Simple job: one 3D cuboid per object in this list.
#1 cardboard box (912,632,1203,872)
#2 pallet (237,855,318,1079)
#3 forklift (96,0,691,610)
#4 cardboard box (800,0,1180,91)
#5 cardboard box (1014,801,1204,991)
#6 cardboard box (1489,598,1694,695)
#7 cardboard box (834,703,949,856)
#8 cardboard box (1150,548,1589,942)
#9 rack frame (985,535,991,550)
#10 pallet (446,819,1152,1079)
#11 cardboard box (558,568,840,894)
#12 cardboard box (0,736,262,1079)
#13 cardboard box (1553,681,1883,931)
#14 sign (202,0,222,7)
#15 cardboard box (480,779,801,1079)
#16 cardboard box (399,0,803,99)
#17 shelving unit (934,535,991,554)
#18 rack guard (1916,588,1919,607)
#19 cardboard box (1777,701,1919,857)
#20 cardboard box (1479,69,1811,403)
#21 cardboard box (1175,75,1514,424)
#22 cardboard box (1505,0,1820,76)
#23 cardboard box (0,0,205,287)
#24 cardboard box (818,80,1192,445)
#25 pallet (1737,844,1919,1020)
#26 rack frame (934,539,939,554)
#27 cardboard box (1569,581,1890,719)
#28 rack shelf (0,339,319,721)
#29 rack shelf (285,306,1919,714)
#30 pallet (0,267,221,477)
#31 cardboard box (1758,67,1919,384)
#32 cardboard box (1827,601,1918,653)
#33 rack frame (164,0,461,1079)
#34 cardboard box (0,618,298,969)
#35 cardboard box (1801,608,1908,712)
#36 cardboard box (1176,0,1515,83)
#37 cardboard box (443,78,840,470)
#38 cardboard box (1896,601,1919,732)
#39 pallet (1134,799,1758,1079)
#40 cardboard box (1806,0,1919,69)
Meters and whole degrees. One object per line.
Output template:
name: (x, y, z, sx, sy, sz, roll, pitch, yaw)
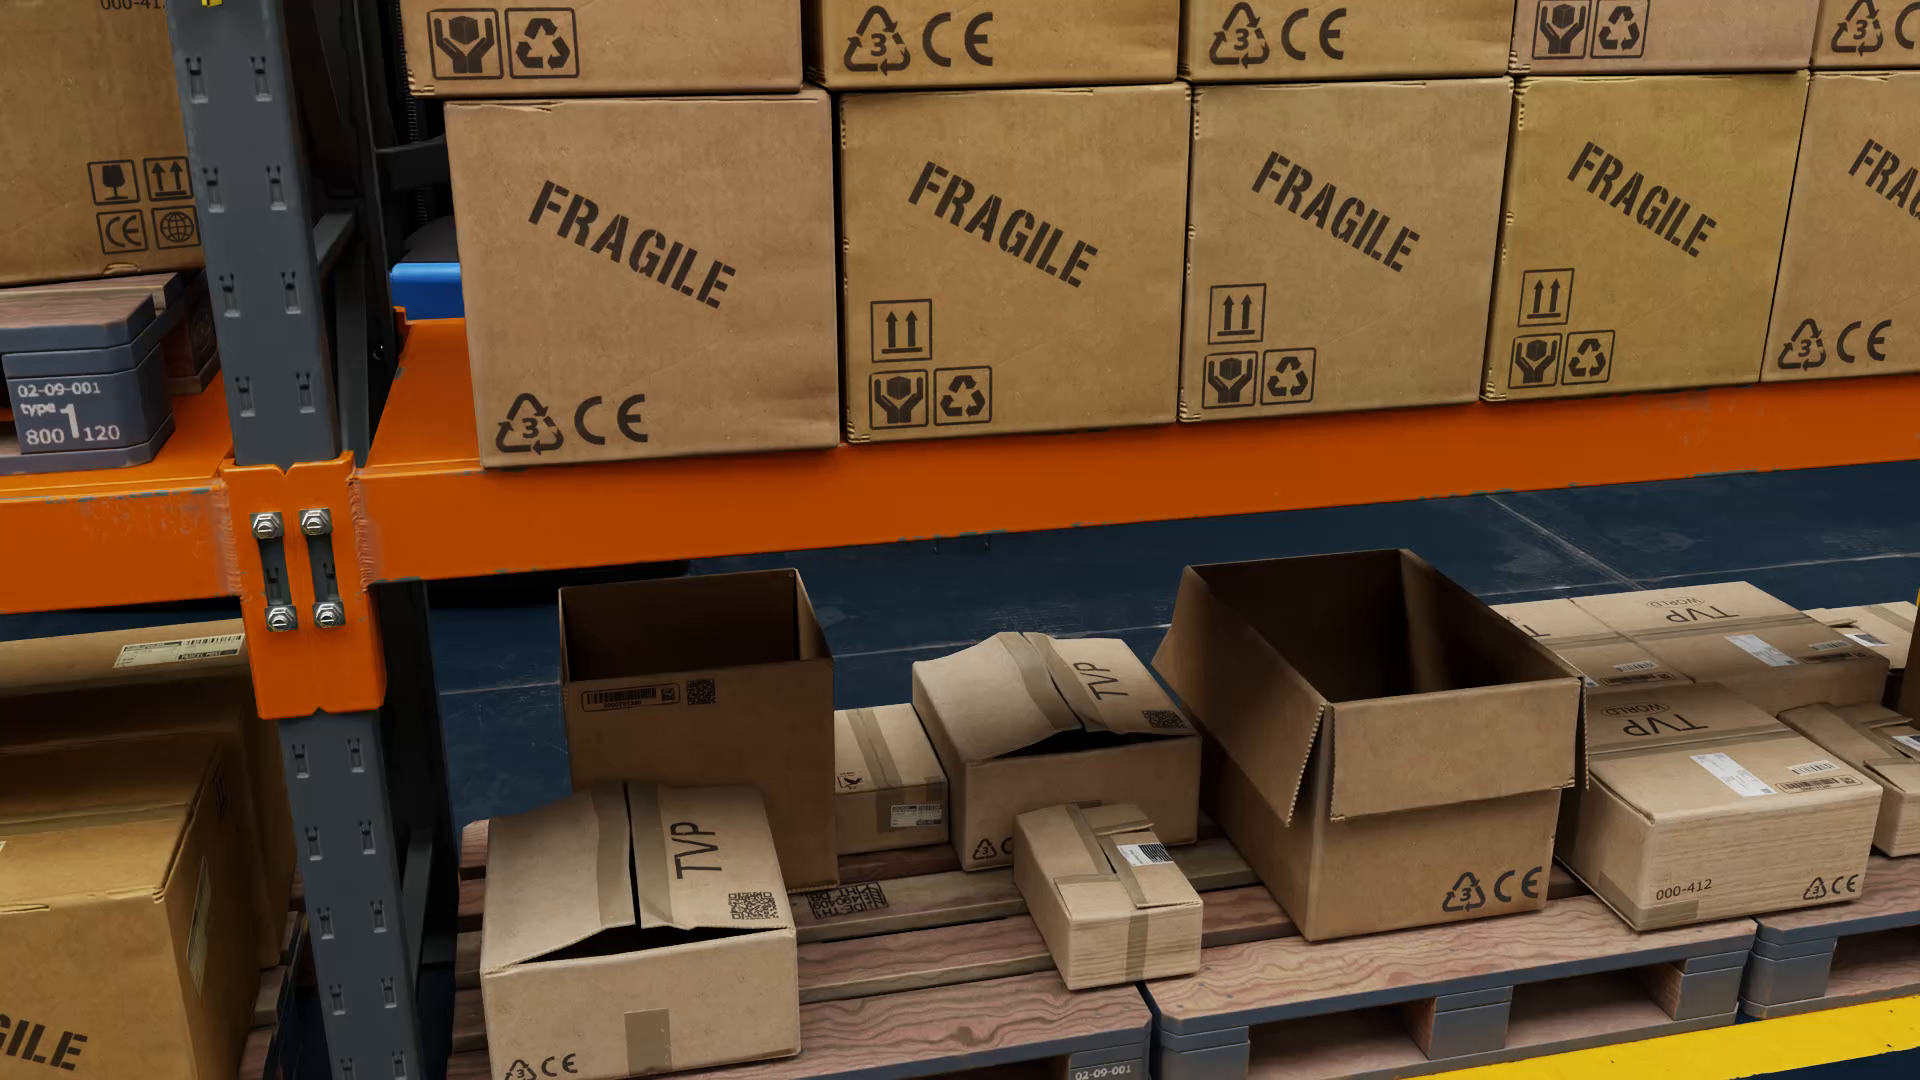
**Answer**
cardboard box: (0.193, 0.422, 3.572, 0.500, 0.311, 0.500, -5, 21, -12)
pallet: (-1.809, 0.952, 2.910, 1.213, 0.211, 1.003, -5, 21, -12)
forklift: (-2.403, -1.341, 5.214, 3.031, 2.935, 1.130, -1, 20, -2)
cardboard box: (-0.001, -0.935, 2.408, 0.500, 0.500, 0.500, -5, 21, -14)
cardboard box: (0.272, 0.656, 3.141, 0.250, 0.166, 0.380, -5, 21, -12)
cardboard box: (1.299, 0.360, 3.828, 0.500, 0.250, 0.500, -5, 21, -12)
cardboard box: (-0.186, 0.508, 3.573, 0.250, 0.149, 0.380, -5, 21, -12)
cardboard box: (0.801, 0.380, 3.405, 0.637, 0.503, 0.797, -5, 21, -12)
rack frame: (0.075, -0.569, 5.625, 0.006, 1.200, 0.240, -5, 21, -12)
pallet: (-0.357, 0.821, 3.268, 1.213, 0.211, 1.003, -5, 21, -12)
cardboard box: (-0.537, 0.392, 3.377, 0.500, 0.500, 0.500, -5, 21, -12)
cardboard box: (-1.440, 0.667, 2.626, 0.500, 0.500, 0.500, -5, 21, -13)
cardboard box: (1.463, 0.524, 3.382, 0.500, 0.250, 0.500, -5, 21, -12)
sign: (-0.895, -0.793, 1.935, 0.005, 0.325, 0.100, -5, 21, -12)
cardboard box: (-0.568, 0.660, 2.920, 0.500, 0.311, 0.500, -5, 21, -12)
cardboard box: (-0.503, -0.894, 2.296, 0.500, 0.500, 0.500, -4, 21, -11)
shelving unit: (-0.014, -0.562, 5.605, 0.189, 1.200, 0.258, -5, 21, -12)
rack guard: (2.793, 0.428, 3.918, 0.348, 0.500, 1.175, -5, 21, -12)
cardboard box: (1.979, 0.500, 3.569, 0.250, 0.166, 0.380, -5, 21, -12)
cardboard box: (1.012, -0.552, 2.815, 0.500, 0.500, 0.500, -5, 21, -13)
cardboard box: (0.518, -0.511, 2.704, 0.500, 0.500, 0.500, -5, 21, -13)
cardboard box: (1.002, -1.017, 2.631, 0.500, 0.500, 0.500, -4, 20, -11)
cardboard box: (-1.538, -0.716, 2.653, 0.500, 0.500, 0.700, -13, 24, -31)
cardboard box: (0.030, -0.472, 2.598, 0.500, 0.500, 0.500, -4, 21, -12)
pallet: (2.017, 0.628, 3.795, 1.213, 0.211, 1.003, -5, 21, -12)
rack frame: (-0.103, -0.555, 5.585, 0.006, 1.200, 0.240, -5, 21, -12)
cardboard box: (1.786, 0.321, 3.936, 0.500, 0.250, 0.500, -5, 21, -12)
rack shelf: (-2.972, 0.061, 2.332, 4.000, 0.370, 1.077, -5, 21, -12)
rack shelf: (0.920, -0.255, 3.196, 4.000, 0.370, 1.077, -5, 21, -12)
pallet: (-1.829, -0.318, 2.601, 1.213, 0.211, 1.003, -5, 21, -12)
cardboard box: (1.503, -0.592, 2.924, 0.500, 0.500, 0.500, -4, 21, -12)
cardboard box: (2.380, 0.299, 4.143, 0.250, 0.149, 0.380, -5, 21, -12)
rack frame: (-1.026, -0.435, 2.640, 0.127, 3.000, 1.000, -5, 21, -12)
cardboard box: (-1.553, 0.489, 3.113, 0.500, 0.500, 0.500, -6, 21, -15)
cardboard box: (2.137, 0.310, 4.086, 0.250, 0.166, 0.380, -5, 21, -12)
cardboard box: (0.500, -0.976, 2.518, 0.500, 0.500, 0.500, -5, 21, -14)
cardboard box: (-0.467, -0.431, 2.484, 0.500, 0.500, 0.500, -4, 21, -11)
cardboard box: (2.394, 0.341, 3.516, 0.500, 0.500, 0.500, -5, 21, -12)
pallet: (0.832, 0.723, 3.535, 1.213, 0.211, 1.003, -5, 21, -12)
cardboard box: (1.502, -1.058, 2.742, 0.500, 0.500, 0.500, -4, 21, -11)
